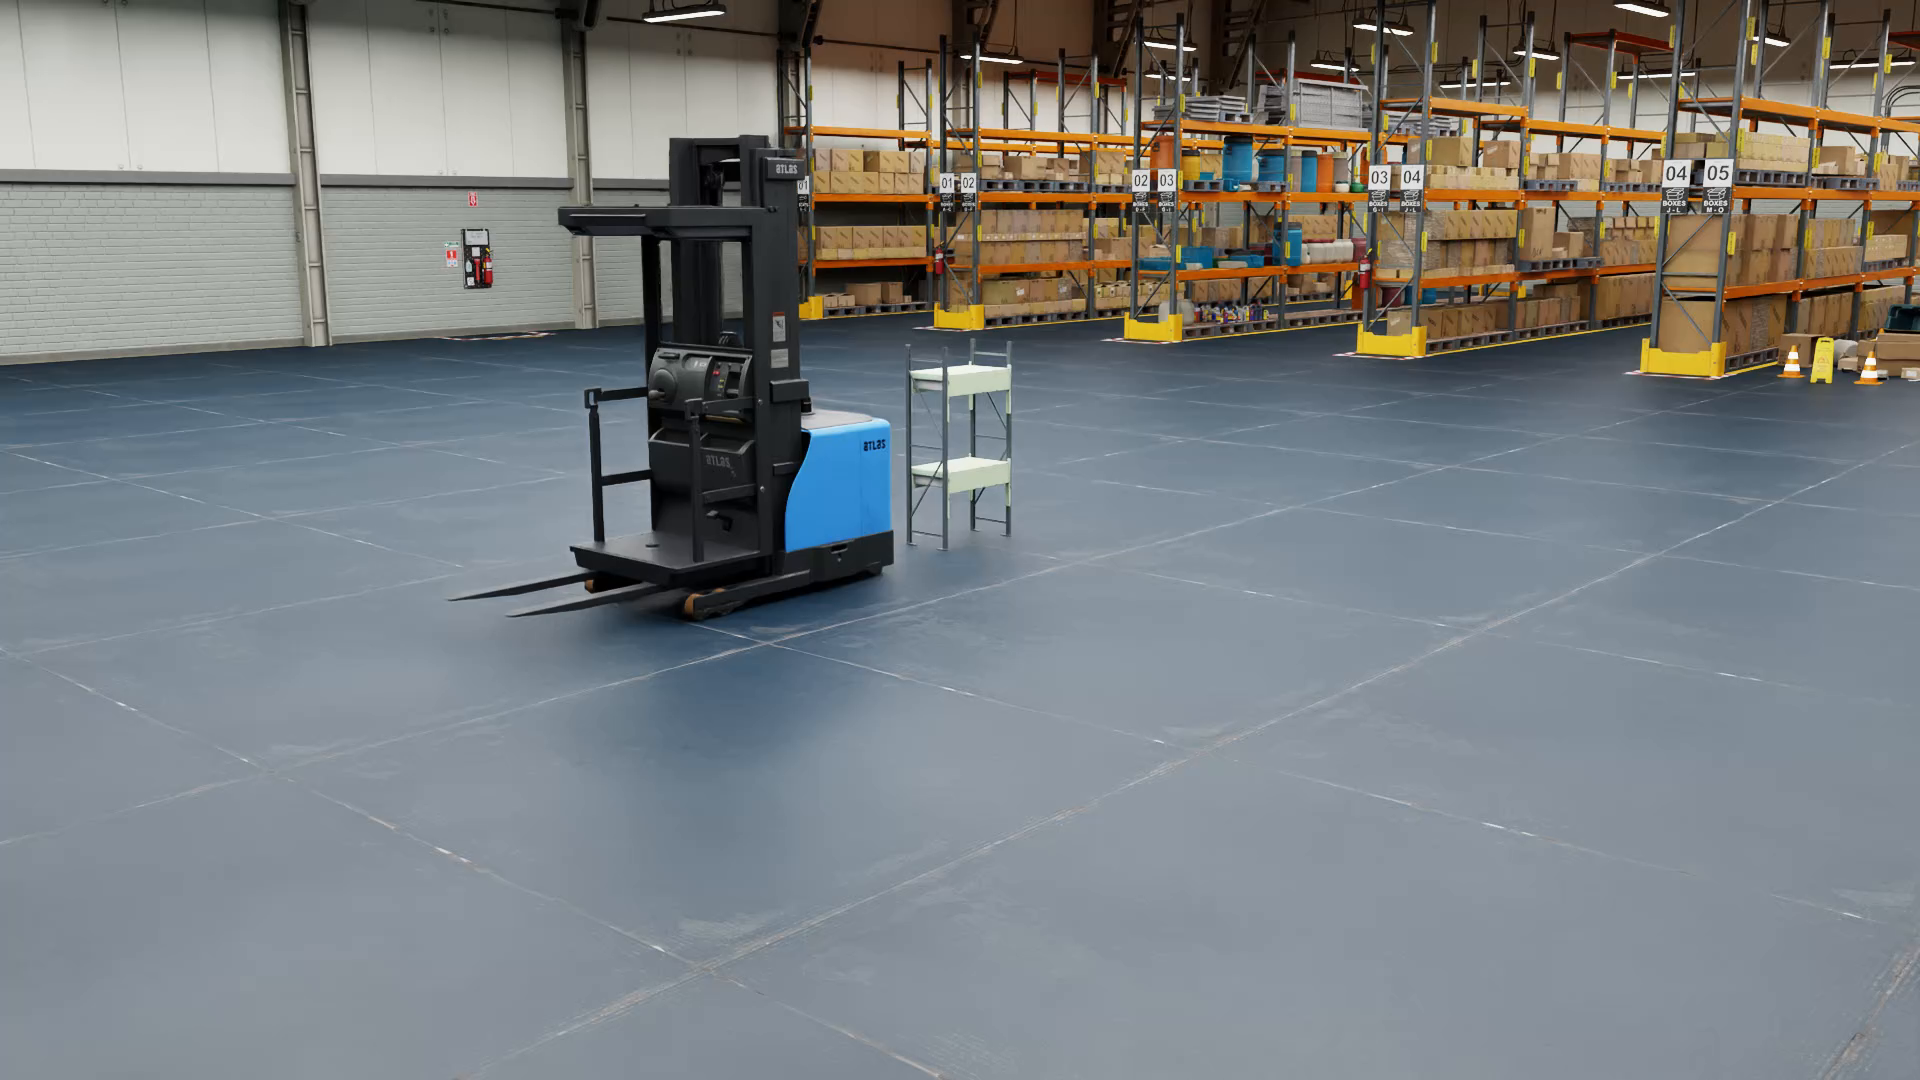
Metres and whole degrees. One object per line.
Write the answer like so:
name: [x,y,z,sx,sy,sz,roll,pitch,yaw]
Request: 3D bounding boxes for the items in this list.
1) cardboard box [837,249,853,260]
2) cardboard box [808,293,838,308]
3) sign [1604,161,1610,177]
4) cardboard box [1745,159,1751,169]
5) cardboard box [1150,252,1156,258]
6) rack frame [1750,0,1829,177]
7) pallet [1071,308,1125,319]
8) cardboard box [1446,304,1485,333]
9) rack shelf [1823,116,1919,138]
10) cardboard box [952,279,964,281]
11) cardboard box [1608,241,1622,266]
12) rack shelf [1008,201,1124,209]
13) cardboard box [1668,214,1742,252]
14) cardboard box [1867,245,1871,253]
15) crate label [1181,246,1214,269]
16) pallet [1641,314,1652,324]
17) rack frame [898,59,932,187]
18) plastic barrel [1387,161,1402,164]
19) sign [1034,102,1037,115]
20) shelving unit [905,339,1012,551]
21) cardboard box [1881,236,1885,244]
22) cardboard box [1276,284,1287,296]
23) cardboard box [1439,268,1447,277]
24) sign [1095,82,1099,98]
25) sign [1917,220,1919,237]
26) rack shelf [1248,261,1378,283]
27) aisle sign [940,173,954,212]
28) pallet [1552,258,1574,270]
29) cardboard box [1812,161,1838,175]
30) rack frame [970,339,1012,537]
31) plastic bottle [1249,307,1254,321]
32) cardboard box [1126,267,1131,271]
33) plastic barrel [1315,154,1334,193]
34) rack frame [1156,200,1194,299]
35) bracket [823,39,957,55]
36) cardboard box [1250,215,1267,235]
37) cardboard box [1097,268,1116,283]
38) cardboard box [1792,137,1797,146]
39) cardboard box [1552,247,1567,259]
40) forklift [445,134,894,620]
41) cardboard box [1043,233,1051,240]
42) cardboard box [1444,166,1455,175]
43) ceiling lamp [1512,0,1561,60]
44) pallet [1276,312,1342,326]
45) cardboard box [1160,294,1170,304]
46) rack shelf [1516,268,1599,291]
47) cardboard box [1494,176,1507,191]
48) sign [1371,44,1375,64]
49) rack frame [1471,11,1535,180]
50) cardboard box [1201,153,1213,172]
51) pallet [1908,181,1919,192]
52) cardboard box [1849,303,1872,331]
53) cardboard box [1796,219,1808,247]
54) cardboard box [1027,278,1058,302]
cardboard box: [-2.840,-6.656,38.710,0.500,0.250,0.500,9,15,39]
cardboard box: [-3.208,-5.598,38.824,0.500,0.311,0.500,8,14,34]
sign: [13.117,-7.521,33.728,0.100,0.325,0.005,10,15,40]
cardboard box: [11.724,-5.683,25.161,0.380,0.149,0.250,10,15,41]
cardboard box: [4.472,-6.830,39.890,0.250,0.149,0.380,-11,16,-43]
rack frame: [13.729,-7.564,27.606,1.000,3.000,0.127,10,15,40]
pallet: [3.088,-5.306,38.736,1.003,0.211,1.213,10,15,40]
cardboard box: [9.404,-4.119,30.987,0.500,0.500,0.500,-7,13,-30]
rack shelf: [17.690,-7.898,32.136,1.077,0.370,4.000,10,15,40]
cardboard box: [-0.315,-6.382,42.266,0.700,0.500,0.500,9,15,39]
cardboard box: [13.575,-6.028,34.979,0.500,0.500,0.500,9,15,39]
rack shelf: [2.869,-9.200,45.295,1.077,0.370,4.000,10,15,40]
cardboard box: [11.363,-4.686,25.375,0.875,0.550,0.550,10,15,40]
cardboard box: [17.017,-5.524,31.522,0.380,0.149,0.250,11,16,43]
crate label: [4.721,-5.653,33.266,0.502,0.435,0.616,10,15,40]
pallet: [14.898,-4.964,37.028,1.003,0.211,1.213,10,15,40]
rack frame: [-1.092,-10.141,40.511,1.000,3.000,0.127,10,15,40]
plastic barrel: [10.047,-8.531,38.687,0.433,0.535,0.433,0,11,0]
sign: [1.962,-11.158,43.014,0.100,0.325,0.005,10,15,40]
shelving unit: [-0.004,-0.734,12.559,0.431,1.500,0.755,10,15,40]
cardboard box: [17.687,-5.822,32.250,0.380,0.149,0.250,10,15,42]
cardboard box: [8.352,-6.668,44.177,0.500,0.311,0.500,10,15,40]
cardboard box: [8.302,-4.686,29.157,0.380,0.149,0.250,10,15,40]
sign: [3.032,-9.962,36.823,0.100,0.325,0.005,10,15,40]
sign: [19.429,-6.296,33.617,0.100,0.325,0.005,10,15,40]
rack shelf: [7.670,-5.860,36.229,1.077,0.370,4.000,10,15,40]
aisle sign: [-0.273,-7.274,34.835,0.394,0.787,0.004,10,15,40]
pallet: [11.435,-5.476,32.960,1.003,0.211,1.213,10,15,40]
cardboard box: [15.124,-6.530,29.104,0.396,0.266,0.258,10,15,40]
rack frame: [0.237,-0.788,12.829,0.400,1.500,0.023,10,15,40]
plastic bottle: [5.938,-4.613,33.959,0.133,0.283,0.061,-11,16,-44]
cardboard box: [5.034,-7.892,48.222,0.380,0.149,0.250,9,15,39]
plastic barrel: [7.853,-8.000,36.350,0.600,0.830,0.708,10,15,40]
rack frame: [5.272,-7.148,40.841,1.000,3.000,0.127,10,15,40]
bracket: [-1.679,-11.927,40.261,0.076,0.066,4.783,10,15,40]
cardboard box: [8.052,-8.384,44.220,0.500,0.500,0.500,10,15,41]
cardboard box: [3.857,-7.416,46.598,0.750,0.750,0.750,10,15,41]
cardboard box: [13.229,-6.410,26.765,0.380,0.149,0.250,10,15,41]
cardboard box: [11.813,-5.726,32.995,0.396,0.266,0.258,9,15,39]
forklift: [-1.804,-1.053,10.502,1.130,2.935,3.031,10,15,40]
cardboard box: [1.774,-6.672,36.548,0.380,0.149,0.250,10,15,42]
cardboard box: [8.337,-6.403,28.816,0.380,0.149,0.250,11,15,43]
ceiling lamp: [13.182,-12.415,36.992,0.800,3.185,2.000,10,15,40]
pallet: [7.644,-4.852,36.465,1.003,0.211,1.213,10,15,40]
cardboard box: [4.770,-5.820,40.142,0.500,0.250,0.500,10,15,40]
rack shelf: [11.390,-5.220,33.023,1.077,0.370,4.000,10,15,40]
cardboard box: [9.613,-6.499,30.317,0.500,0.250,0.500,10,15,42]
sign: [7.026,-8.242,28.212,0.100,0.325,0.005,10,15,40]
rack frame: [10.070,-8.220,30.892,1.000,3.000,0.127,10,15,40]
cardboard box: [5.901,-9.297,41.132,0.500,0.500,0.500,10,15,40]
pallet: [18.523,-7.101,33.426,1.213,0.211,1.003,10,15,40]
cardboard box: [17.028,-4.262,31.700,0.500,0.500,0.500,9,14,38]
cardboard box: [14.053,-5.235,28.456,0.700,0.500,0.500,9,15,39]
cardboard box: [1.823,-5.542,36.835,0.500,0.500,0.500,10,15,40]
